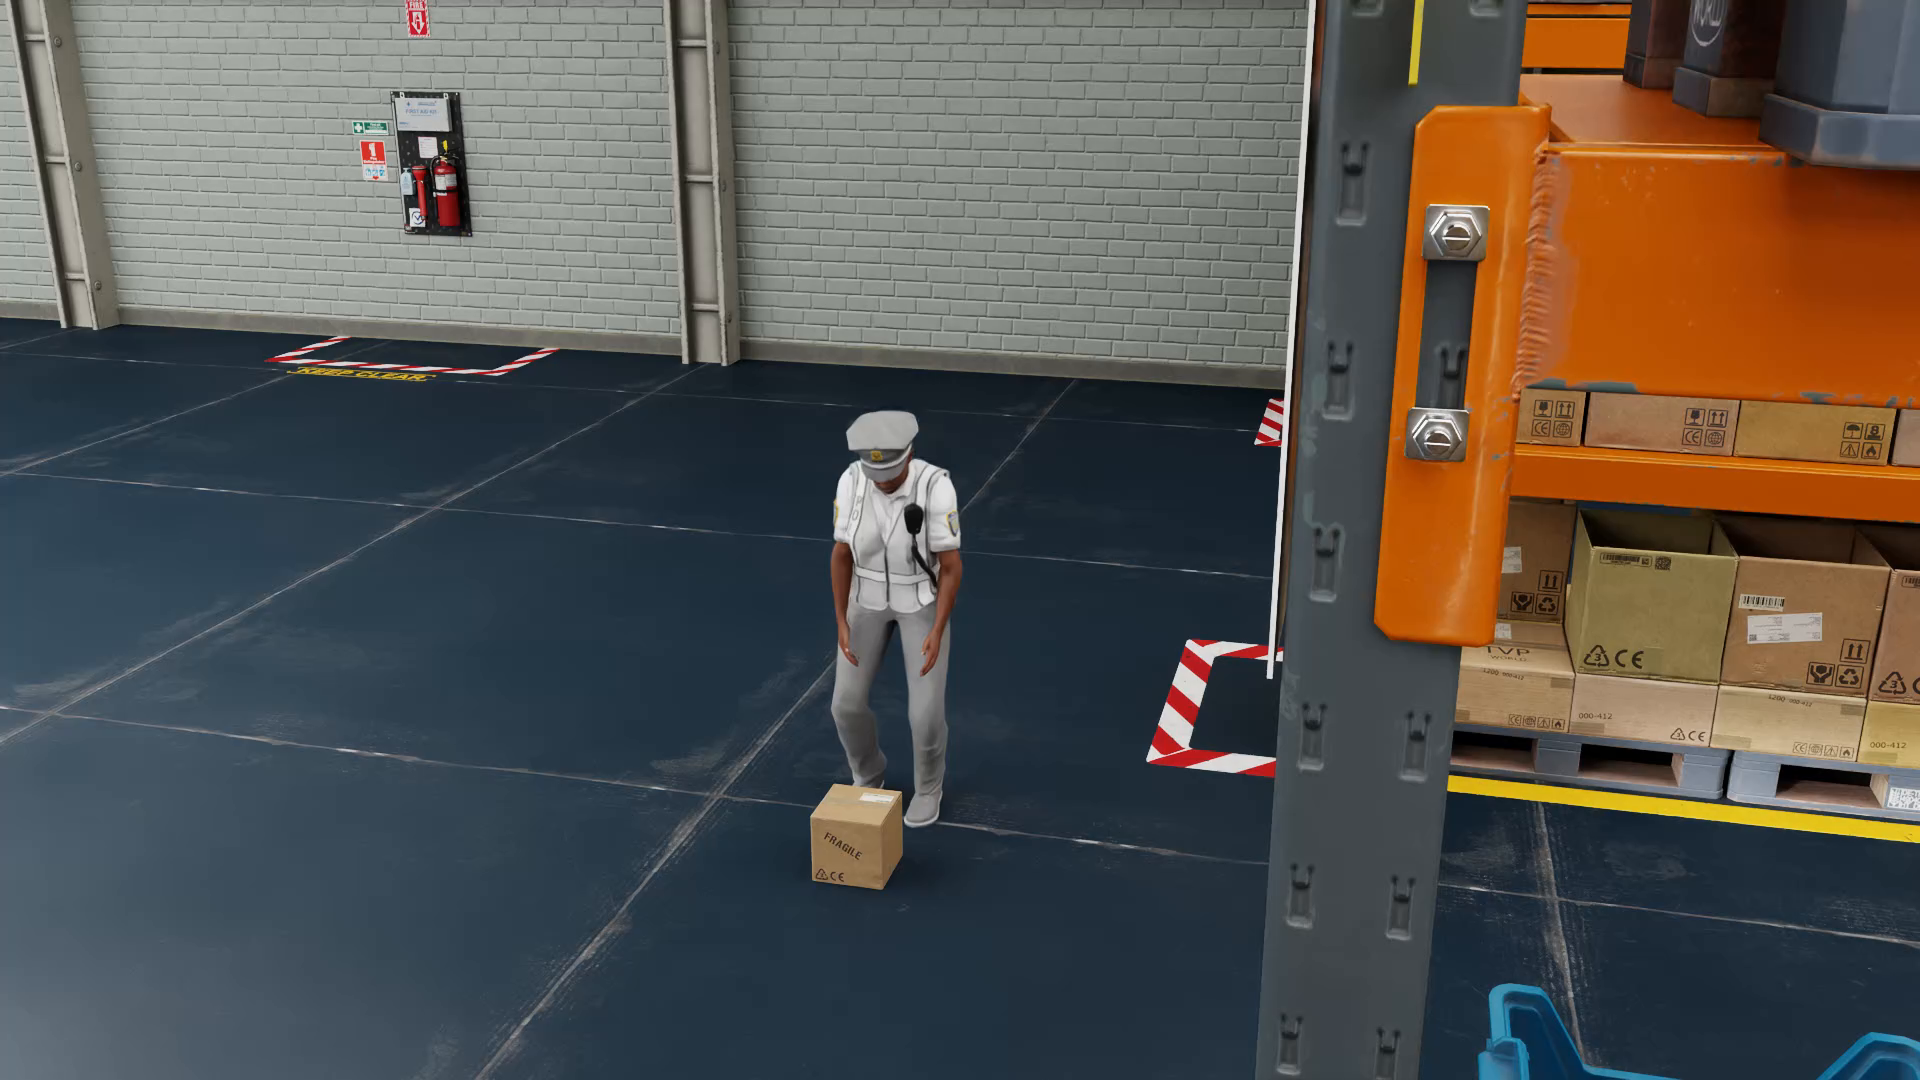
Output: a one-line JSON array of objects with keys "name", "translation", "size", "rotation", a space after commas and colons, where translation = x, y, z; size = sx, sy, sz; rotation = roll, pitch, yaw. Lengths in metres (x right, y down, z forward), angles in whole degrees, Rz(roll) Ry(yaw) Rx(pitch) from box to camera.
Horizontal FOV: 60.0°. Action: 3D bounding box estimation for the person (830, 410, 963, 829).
[{"name": "person", "translation": [-0.219, 0.277, 5.932], "size": [0.480, 1.546, 0.563], "rotation": [5, 19, 14]}]
